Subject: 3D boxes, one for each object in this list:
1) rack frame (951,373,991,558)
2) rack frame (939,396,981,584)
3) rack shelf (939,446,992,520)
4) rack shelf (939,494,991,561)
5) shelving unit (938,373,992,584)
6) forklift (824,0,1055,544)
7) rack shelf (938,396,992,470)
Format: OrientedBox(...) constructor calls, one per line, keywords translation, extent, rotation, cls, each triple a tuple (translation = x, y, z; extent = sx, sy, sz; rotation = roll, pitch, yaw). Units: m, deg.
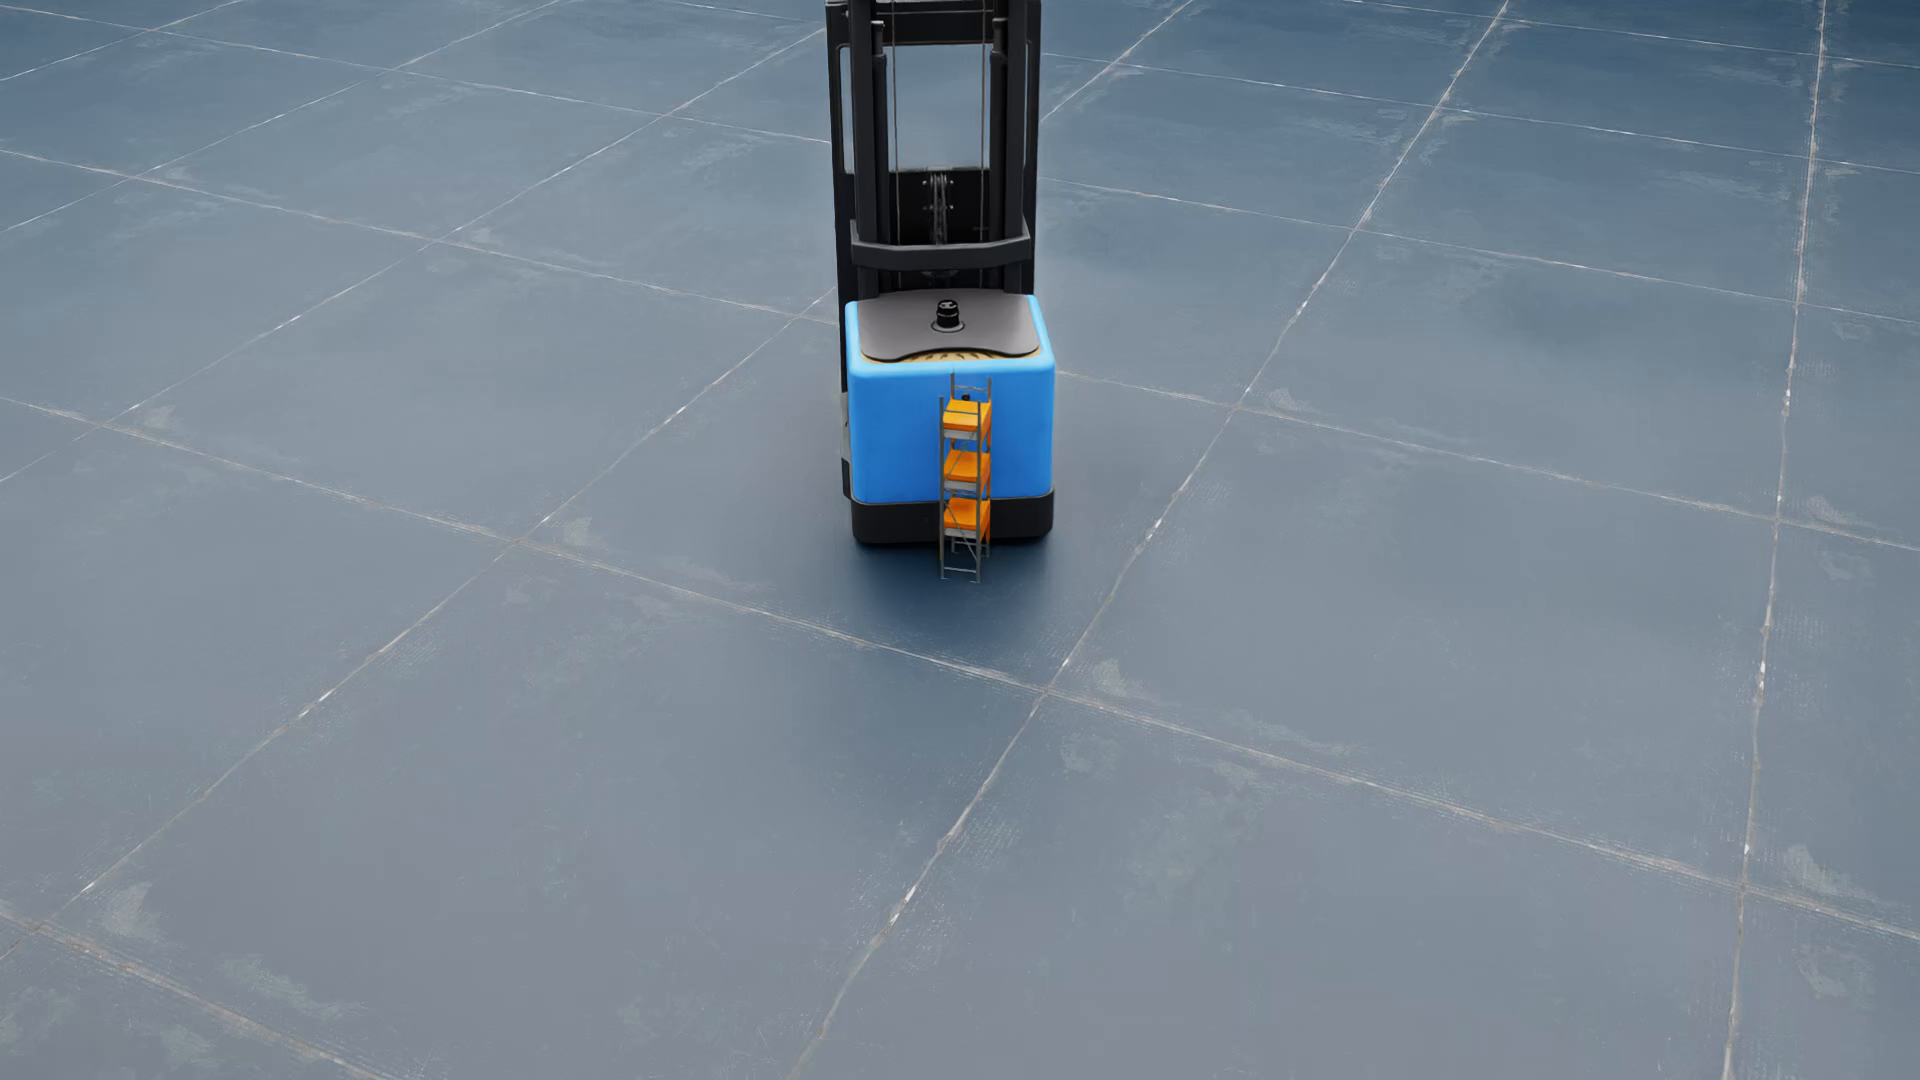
OrientedBox(translation=(0.053, -0.359, 8.340), extent=(0.200, 1.050, 0.008), rotation=(7, 34, 10), cls="rack frame")
OrientedBox(translation=(0.001, -0.229, 8.141), extent=(0.200, 1.050, 0.008), rotation=(7, 34, 10), cls="rack frame")
OrientedBox(translation=(0.027, -0.285, 8.247), extent=(0.215, 0.259, 0.240), rotation=(7, 34, 10), cls="rack shelf")
OrientedBox(translation=(0.027, -0.053, 8.399), extent=(0.215, 0.259, 0.240), rotation=(7, 34, 10), cls="rack shelf")
OrientedBox(translation=(0.027, -0.294, 8.241), extent=(0.215, 1.050, 0.252), rotation=(7, 34, 10), cls="shelving unit")
OrientedBox(translation=(-0.155, -1.992, 9.115), extent=(1.130, 2.935, 3.031), rotation=(-3, 33, -4), cls="forklift")
OrientedBox(translation=(0.027, -0.522, 8.091), extent=(0.215, 0.259, 0.240), rotation=(7, 34, 10), cls="rack shelf")
